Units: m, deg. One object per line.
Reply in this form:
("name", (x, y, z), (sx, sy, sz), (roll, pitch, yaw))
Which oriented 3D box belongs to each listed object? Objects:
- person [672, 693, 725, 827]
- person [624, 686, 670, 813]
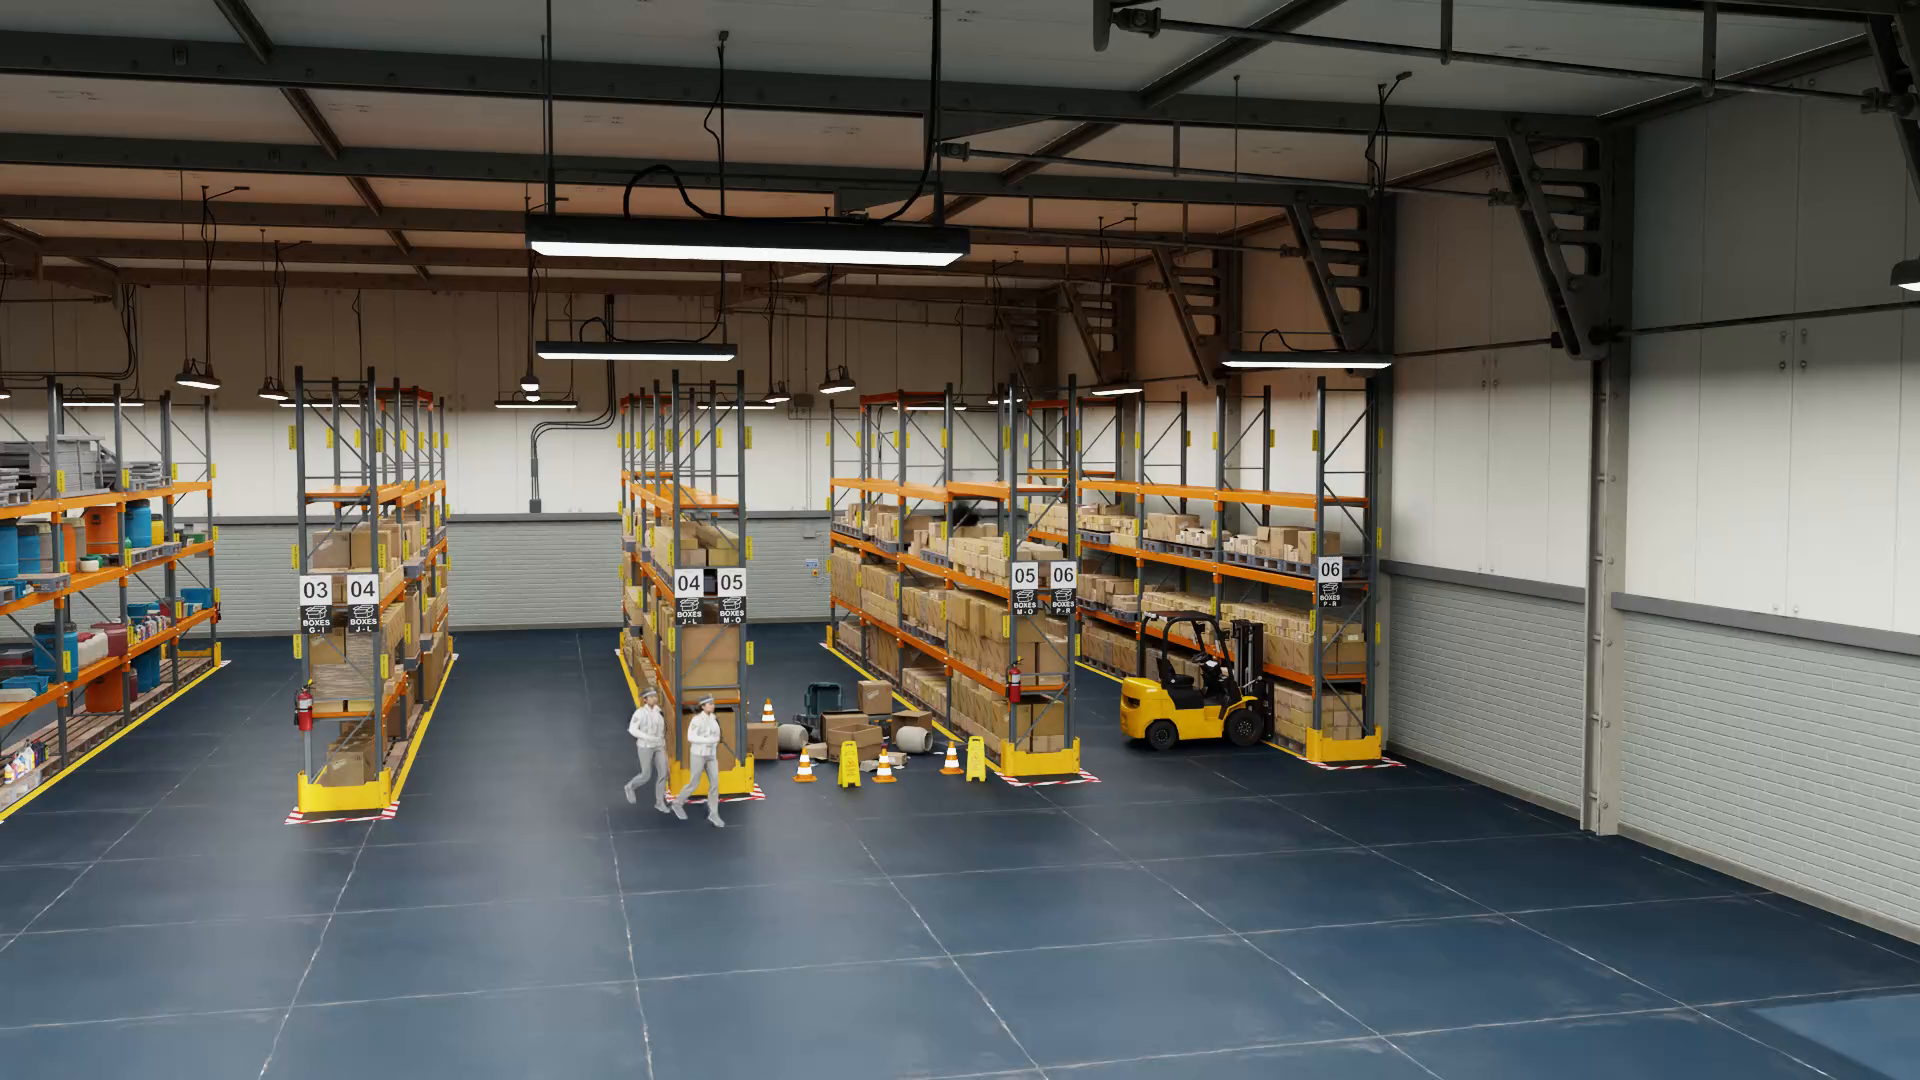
("person", (-3.363, 2.855, 21.788), (0.854, 1.714, 0.616), (2, 4, 33))
("person", (-4.227, 2.823, 22.525), (0.777, 1.705, 0.636), (2, 4, 36))
